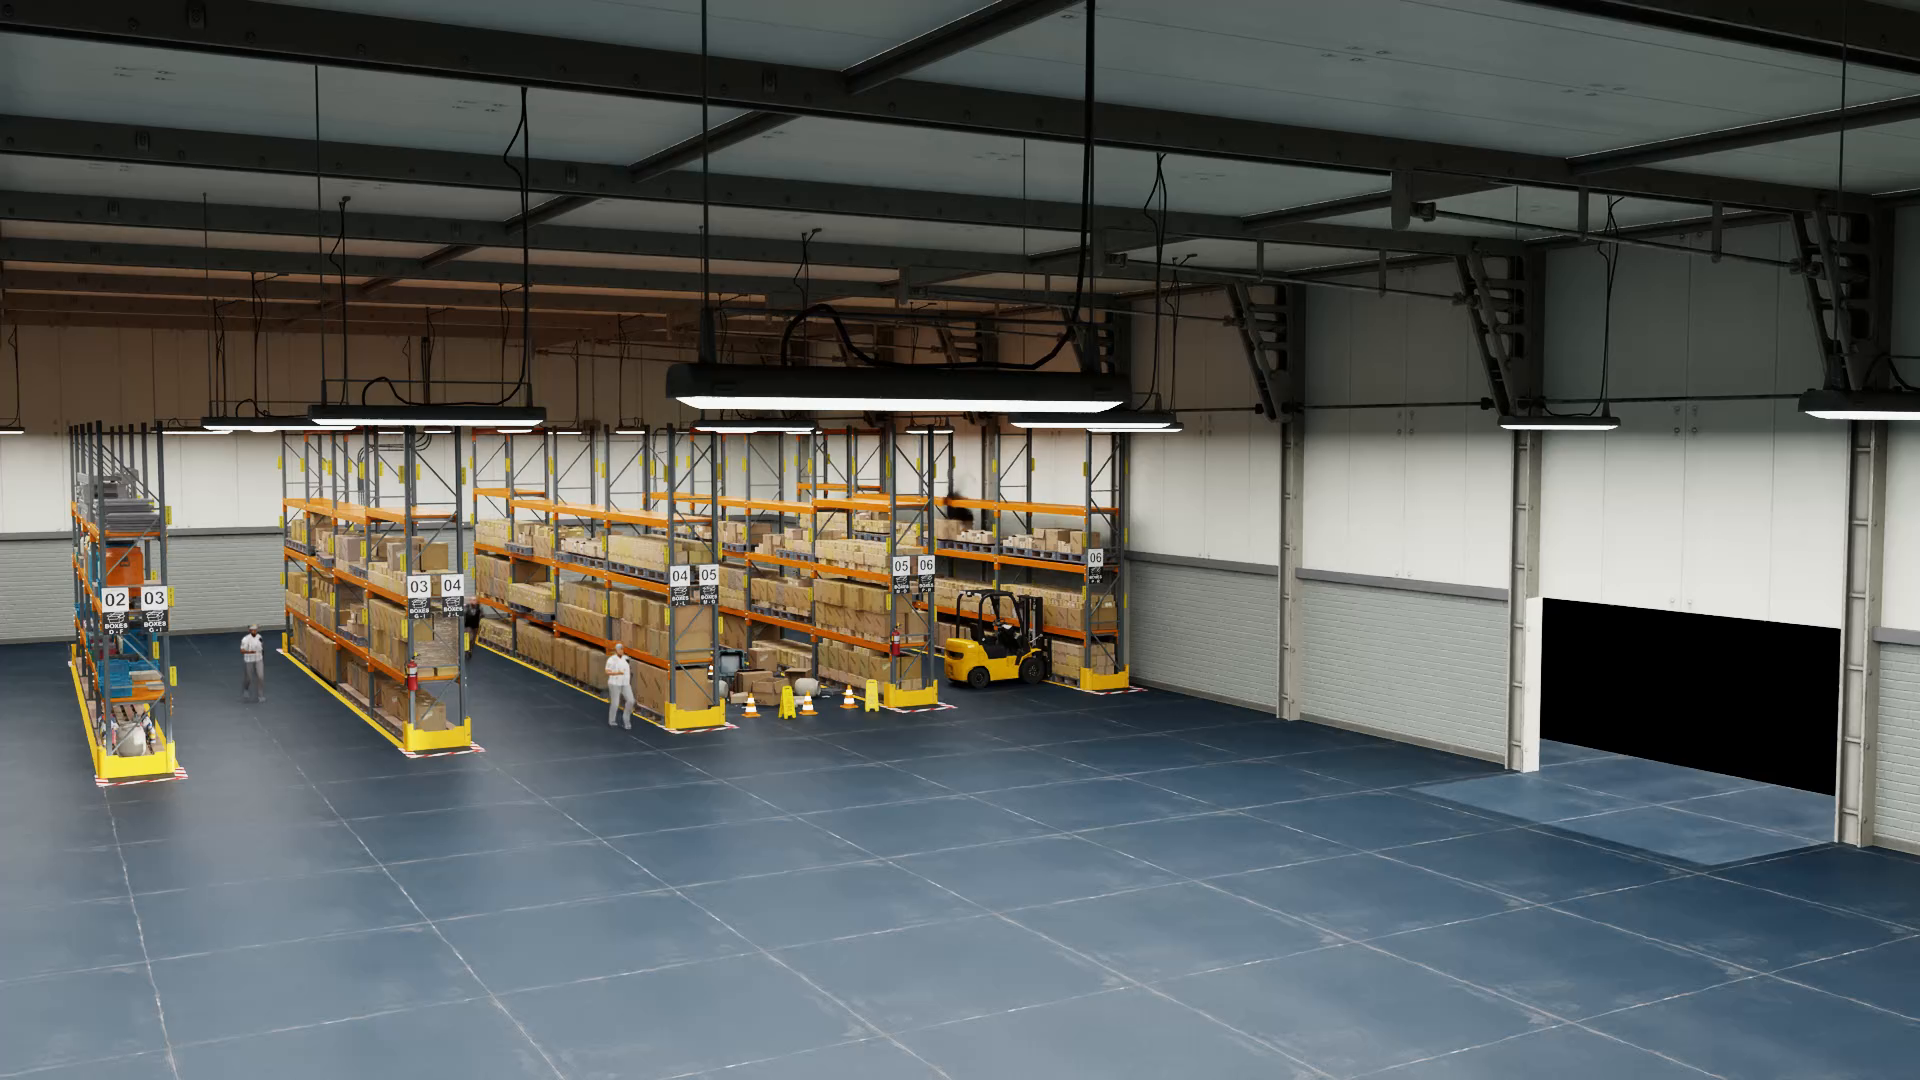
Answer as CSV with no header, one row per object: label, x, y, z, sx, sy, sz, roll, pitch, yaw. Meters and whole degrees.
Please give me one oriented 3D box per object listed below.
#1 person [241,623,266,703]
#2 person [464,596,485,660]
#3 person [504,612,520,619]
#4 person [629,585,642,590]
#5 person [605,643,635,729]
person,-15.350,2.641,36.084,0.539,1.709,0.899,-3,5,-41
person,-12.518,2.248,42.566,0.654,1.645,0.888,-3,5,-39
person,-12.978,1.888,48.213,0.573,1.730,0.728,2,4,26
person,-9.784,1.733,50.438,0.637,1.743,0.693,-1,4,-11
person,-6.682,2.887,32.701,0.601,1.719,0.643,-3,4,-36
